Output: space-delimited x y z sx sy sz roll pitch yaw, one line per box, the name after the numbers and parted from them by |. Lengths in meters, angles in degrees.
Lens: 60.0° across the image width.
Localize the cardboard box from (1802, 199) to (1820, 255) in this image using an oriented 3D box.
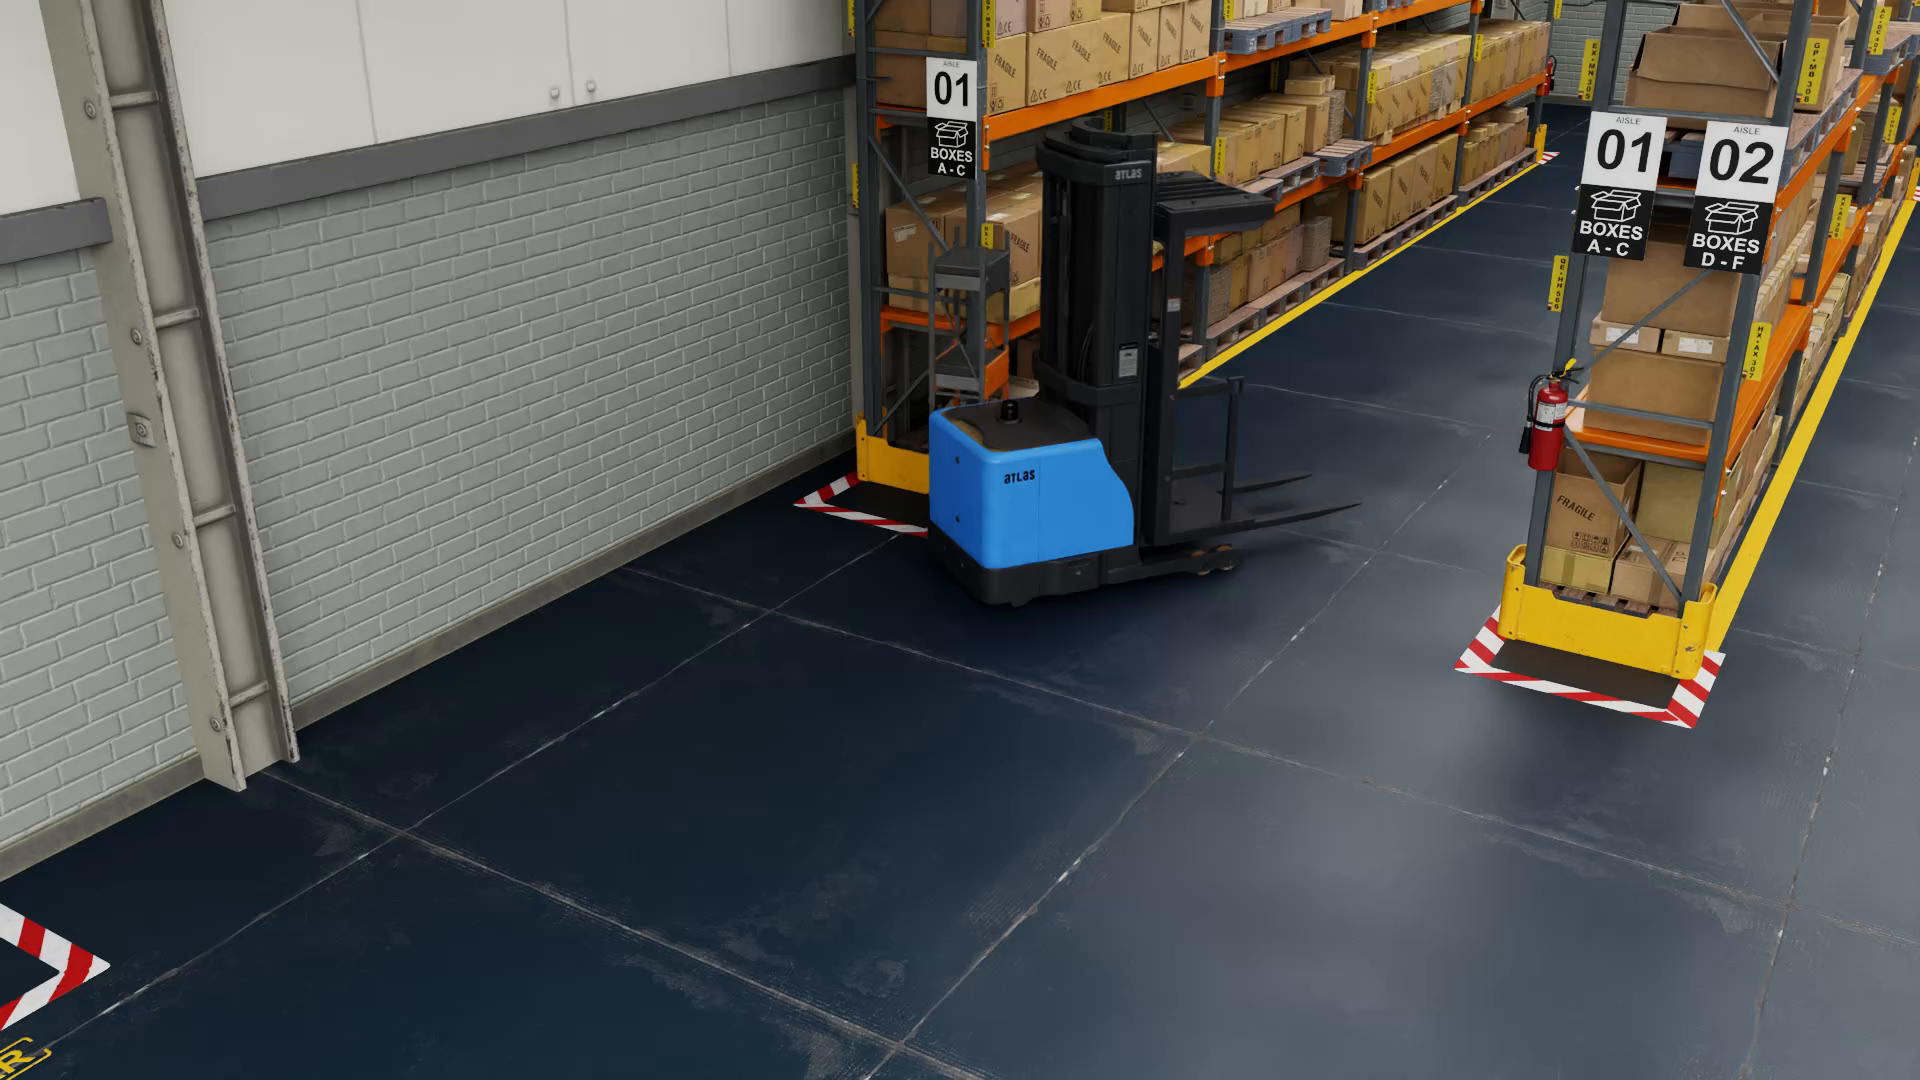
6.743 -2.557 13.754 0.500 0.500 0.500 16 28 33 | cardboard box

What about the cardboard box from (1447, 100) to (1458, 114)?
6.004 -5.445 20.842 0.380 0.149 0.250 14 27 30 | cardboard box

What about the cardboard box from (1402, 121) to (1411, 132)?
5.116 -4.941 19.678 0.380 0.149 0.250 14 27 29 | cardboard box

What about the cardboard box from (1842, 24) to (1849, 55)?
6.666 -3.970 13.028 0.500 0.250 0.500 11 26 24 | cardboard box

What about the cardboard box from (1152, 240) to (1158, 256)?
1.321 -2.492 13.894 0.500 0.250 0.500 14 27 29 | cardboard box

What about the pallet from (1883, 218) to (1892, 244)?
10.629 -3.729 20.099 1.003 0.211 1.213 14 27 29 | pallet

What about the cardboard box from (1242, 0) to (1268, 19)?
2.516 -5.018 15.374 0.500 0.311 0.500 15 27 31 | cardboard box

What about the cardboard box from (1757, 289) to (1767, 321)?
4.869 -1.507 10.513 0.380 0.149 0.250 13 27 27 | cardboard box

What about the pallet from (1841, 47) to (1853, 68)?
6.500 -3.666 12.909 0.805 0.209 1.217 13 26 27 | pallet

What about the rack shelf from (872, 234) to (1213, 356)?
0.780 -2.109 13.751 1.077 0.370 4.000 14 27 29 | rack shelf

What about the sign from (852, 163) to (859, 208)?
-0.736 -2.564 12.041 0.100 0.325 0.005 14 27 29 | sign

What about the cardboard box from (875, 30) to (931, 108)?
-0.270 -3.390 11.877 0.500 0.500 0.500 16 28 33 | cardboard box

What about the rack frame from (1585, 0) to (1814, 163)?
3.936 -3.480 8.462 1.000 3.000 0.127 14 27 29 | rack frame

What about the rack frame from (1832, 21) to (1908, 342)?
8.156 -3.427 15.891 1.000 3.000 0.127 14 27 29 | rack frame

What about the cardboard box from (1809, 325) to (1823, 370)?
7.016 -1.696 14.118 0.500 0.311 0.500 13 27 27 | cardboard box

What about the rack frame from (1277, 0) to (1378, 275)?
3.945 -4.464 18.286 1.000 3.000 0.127 14 27 29 | rack frame

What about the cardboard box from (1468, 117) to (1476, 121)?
6.976 -5.821 23.221 0.380 0.149 0.250 13 27 28 | cardboard box

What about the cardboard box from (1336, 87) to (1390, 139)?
4.419 -4.766 18.458 0.500 0.500 0.500 15 27 30 | cardboard box

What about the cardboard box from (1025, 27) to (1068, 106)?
0.428 -3.430 11.971 0.500 0.500 0.500 16 28 32 | cardboard box

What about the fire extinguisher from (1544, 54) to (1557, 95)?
8.637 -6.912 24.507 0.296 0.674 0.183 14 27 29 | fire extinguisher

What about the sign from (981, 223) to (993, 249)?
0.186 -2.048 11.615 0.100 0.325 0.005 14 27 29 | sign

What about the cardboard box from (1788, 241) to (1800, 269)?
5.678 -2.023 11.706 0.380 0.149 0.250 14 27 29 | cardboard box

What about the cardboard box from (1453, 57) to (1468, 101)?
6.026 -5.797 20.840 0.500 0.500 0.500 13 27 28 | cardboard box

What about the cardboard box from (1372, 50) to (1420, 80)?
4.947 -5.450 19.095 0.500 0.250 0.500 14 27 29 | cardboard box

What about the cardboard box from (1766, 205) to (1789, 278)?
5.023 -2.059 10.972 0.700 0.500 0.500 14 27 29 | cardboard box

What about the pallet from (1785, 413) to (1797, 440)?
6.401 -1.054 13.920 1.003 0.211 1.213 14 27 29 | pallet

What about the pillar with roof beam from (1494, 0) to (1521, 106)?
12.512 -10.108 23.771 9.100 9.000 0.400 14 27 29 | pillar with roof beam

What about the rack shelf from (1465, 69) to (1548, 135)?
7.110 -6.159 23.107 1.077 0.370 4.000 14 27 29 | rack shelf

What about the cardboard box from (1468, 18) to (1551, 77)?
7.905 -7.128 24.061 0.980 0.700 0.700 15 28 31 | cardboard box

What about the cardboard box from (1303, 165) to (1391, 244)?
4.445 -3.891 19.140 0.750 0.750 0.750 13 27 28 | cardboard box

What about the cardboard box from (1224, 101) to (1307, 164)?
3.067 -4.126 16.826 0.700 0.500 0.500 14 27 29 | cardboard box

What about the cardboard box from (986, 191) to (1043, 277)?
0.502 -2.311 12.533 0.500 0.500 0.500 14 27 29 | cardboard box

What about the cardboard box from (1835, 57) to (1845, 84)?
5.642 -3.131 11.043 0.380 0.149 0.250 14 27 29 | cardboard box

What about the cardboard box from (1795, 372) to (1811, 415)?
6.740 -1.265 13.828 0.500 0.250 0.500 15 27 30 | cardboard box

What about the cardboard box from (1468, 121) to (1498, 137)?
7.148 -5.642 22.808 0.380 0.149 0.250 13 27 27 | cardboard box

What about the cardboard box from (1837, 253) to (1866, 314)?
8.639 -2.576 16.517 0.500 0.500 0.500 15 28 31 | cardboard box

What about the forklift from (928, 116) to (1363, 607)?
1.343 -1.287 11.034 3.031 2.935 1.130 -10 25 -22 | forklift

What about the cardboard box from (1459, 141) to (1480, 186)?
6.537 -5.091 22.351 0.700 0.500 0.500 14 27 30 | cardboard box

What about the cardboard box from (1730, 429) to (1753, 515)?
4.923 -0.477 11.065 0.500 0.500 0.500 14 27 29 | cardboard box

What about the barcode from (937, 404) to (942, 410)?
-0.164 -1.041 13.198 0.001 0.075 0.075 14 27 29 | barcode

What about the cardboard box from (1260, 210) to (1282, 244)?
2.989 -3.255 17.142 0.500 0.250 0.500 14 27 29 | cardboard box

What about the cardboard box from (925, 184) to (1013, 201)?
0.067 -2.420 12.784 0.500 0.500 0.500 14 27 30 | cardboard box

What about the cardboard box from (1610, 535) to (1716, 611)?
4.408 0.208 10.427 0.500 0.250 0.500 14 27 29 | cardboard box

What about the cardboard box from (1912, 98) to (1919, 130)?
11.033 -5.112 19.656 0.500 0.500 0.500 14 27 30 | cardboard box

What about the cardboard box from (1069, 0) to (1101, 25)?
0.703 -4.068 12.185 0.500 0.500 0.500 15 27 30 | cardboard box

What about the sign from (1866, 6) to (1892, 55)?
6.518 -3.612 11.791 0.100 0.325 0.005 14 27 29 | sign

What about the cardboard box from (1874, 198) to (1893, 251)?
10.249 -3.606 18.896 0.500 0.500 0.500 14 27 29 | cardboard box

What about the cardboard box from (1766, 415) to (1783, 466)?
5.987 -0.806 12.768 0.500 0.250 0.500 14 27 29 | cardboard box

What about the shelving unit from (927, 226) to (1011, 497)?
0.065 -1.079 11.599 0.431 2.100 0.503 8 25 19 | shelving unit

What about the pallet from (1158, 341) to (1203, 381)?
1.511 -1.600 15.181 1.003 0.211 1.213 14 27 29 | pallet

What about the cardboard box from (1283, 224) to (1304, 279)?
3.239 -3.115 17.764 0.700 0.500 0.500 14 27 29 | cardboard box

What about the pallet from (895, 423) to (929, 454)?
0.224 -0.777 13.279 1.003 0.211 1.213 14 27 29 | pallet

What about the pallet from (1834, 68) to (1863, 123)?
5.618 -3.120 11.517 1.003 0.211 1.213 14 27 29 | pallet

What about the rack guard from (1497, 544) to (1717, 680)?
3.923 0.428 10.132 1.175 0.500 0.348 14 27 29 | rack guard

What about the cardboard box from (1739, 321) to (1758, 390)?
4.733 -1.273 10.788 0.700 0.500 0.500 14 27 29 | cardboard box

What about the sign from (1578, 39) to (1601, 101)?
3.482 -2.592 9.172 0.100 0.325 0.005 14 27 29 | sign

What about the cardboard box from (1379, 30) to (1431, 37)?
5.591 -6.249 20.940 0.500 0.250 0.500 15 27 31 | cardboard box
